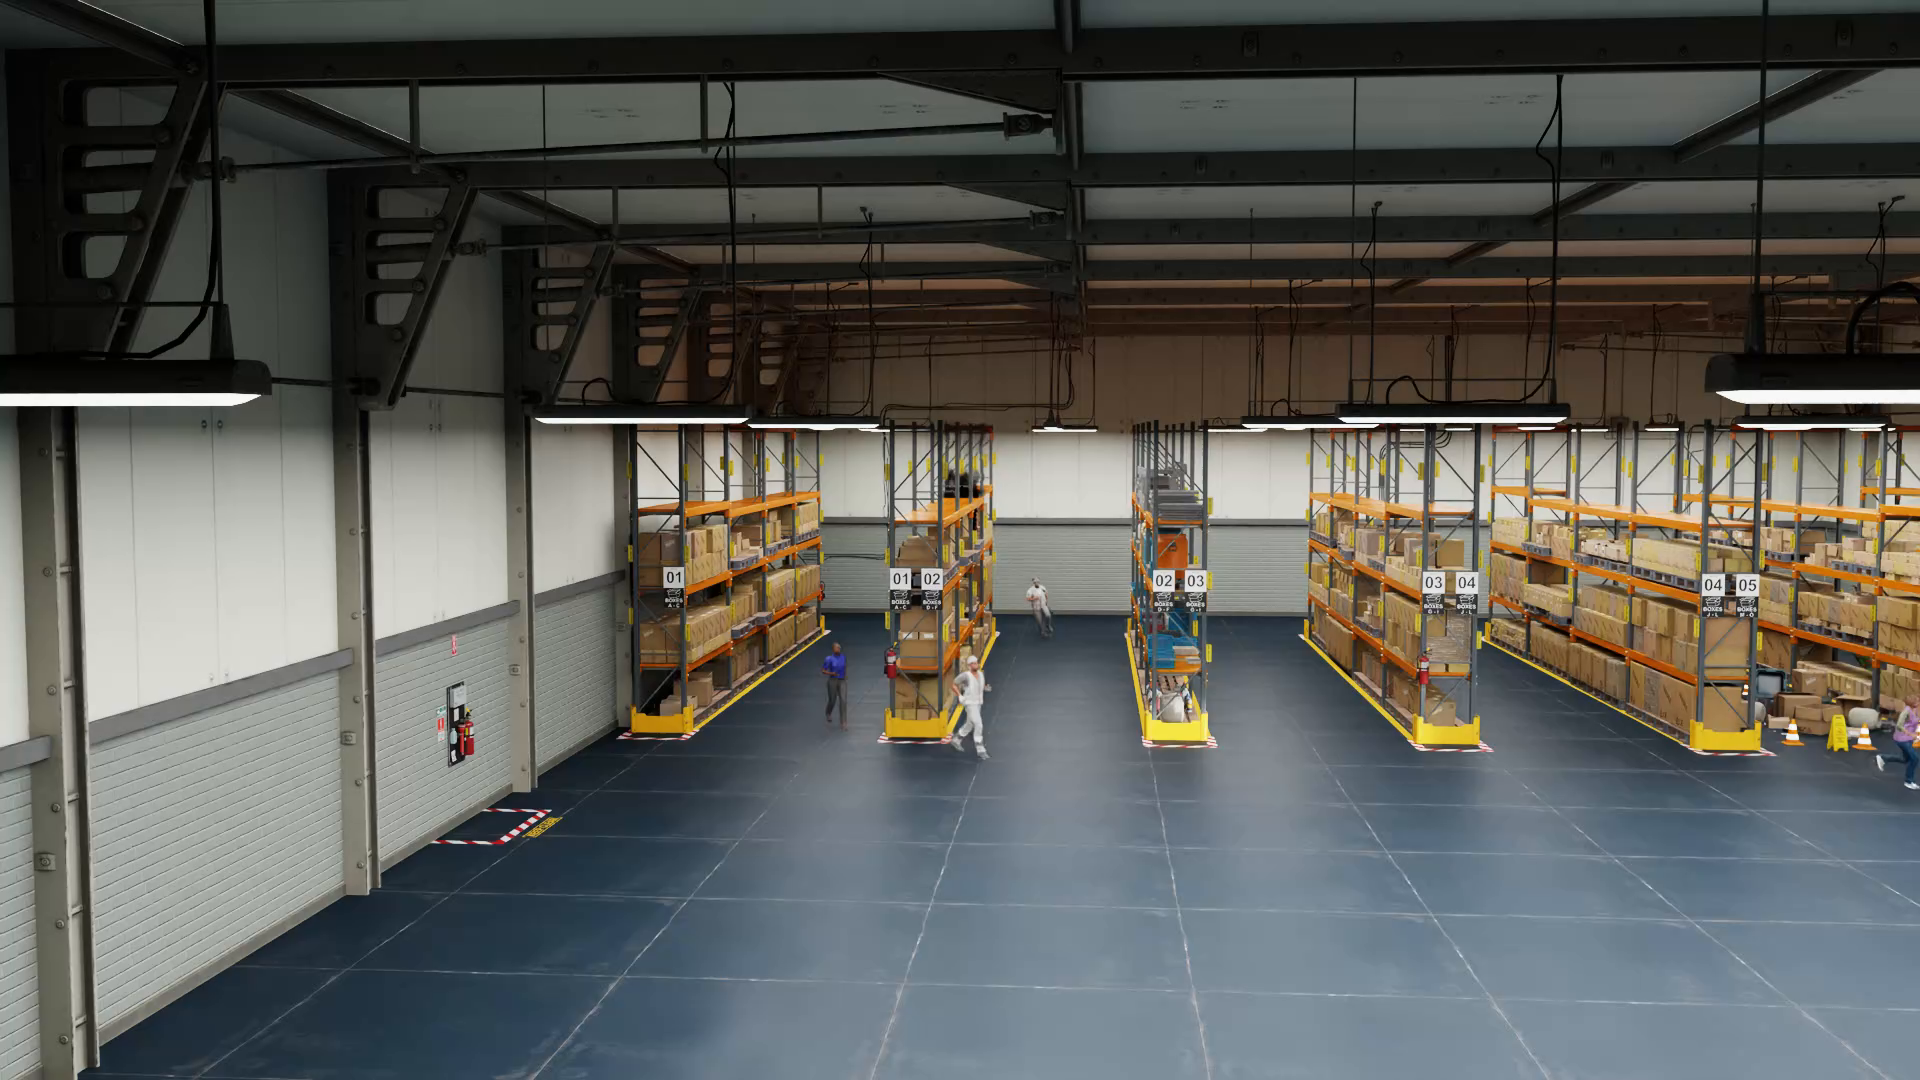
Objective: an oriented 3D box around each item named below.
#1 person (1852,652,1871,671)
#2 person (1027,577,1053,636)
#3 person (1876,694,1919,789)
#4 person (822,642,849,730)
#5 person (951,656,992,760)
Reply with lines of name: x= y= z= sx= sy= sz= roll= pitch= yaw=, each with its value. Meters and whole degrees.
person: x=21.559 y=2.327 z=39.693 sx=0.644 sy=1.741 sz=0.578 roll=0 pitch=4 yaw=2
person: x=2.245 y=1.885 z=46.868 sx=0.761 sy=1.701 sz=0.726 roll=-1 pitch=4 yaw=-10
person: x=15.276 y=3.270 z=27.039 sx=0.675 sy=1.541 sz=0.565 roll=3 pitch=5 yaw=43
person: x=-2.421 y=2.873 z=32.466 sx=0.584 sy=1.572 sz=0.936 roll=-2 pitch=4 yaw=-23
person: x=0.226 y=2.952 z=29.548 sx=0.908 sy=1.818 sz=0.628 roll=3 pitch=5 yaw=37
